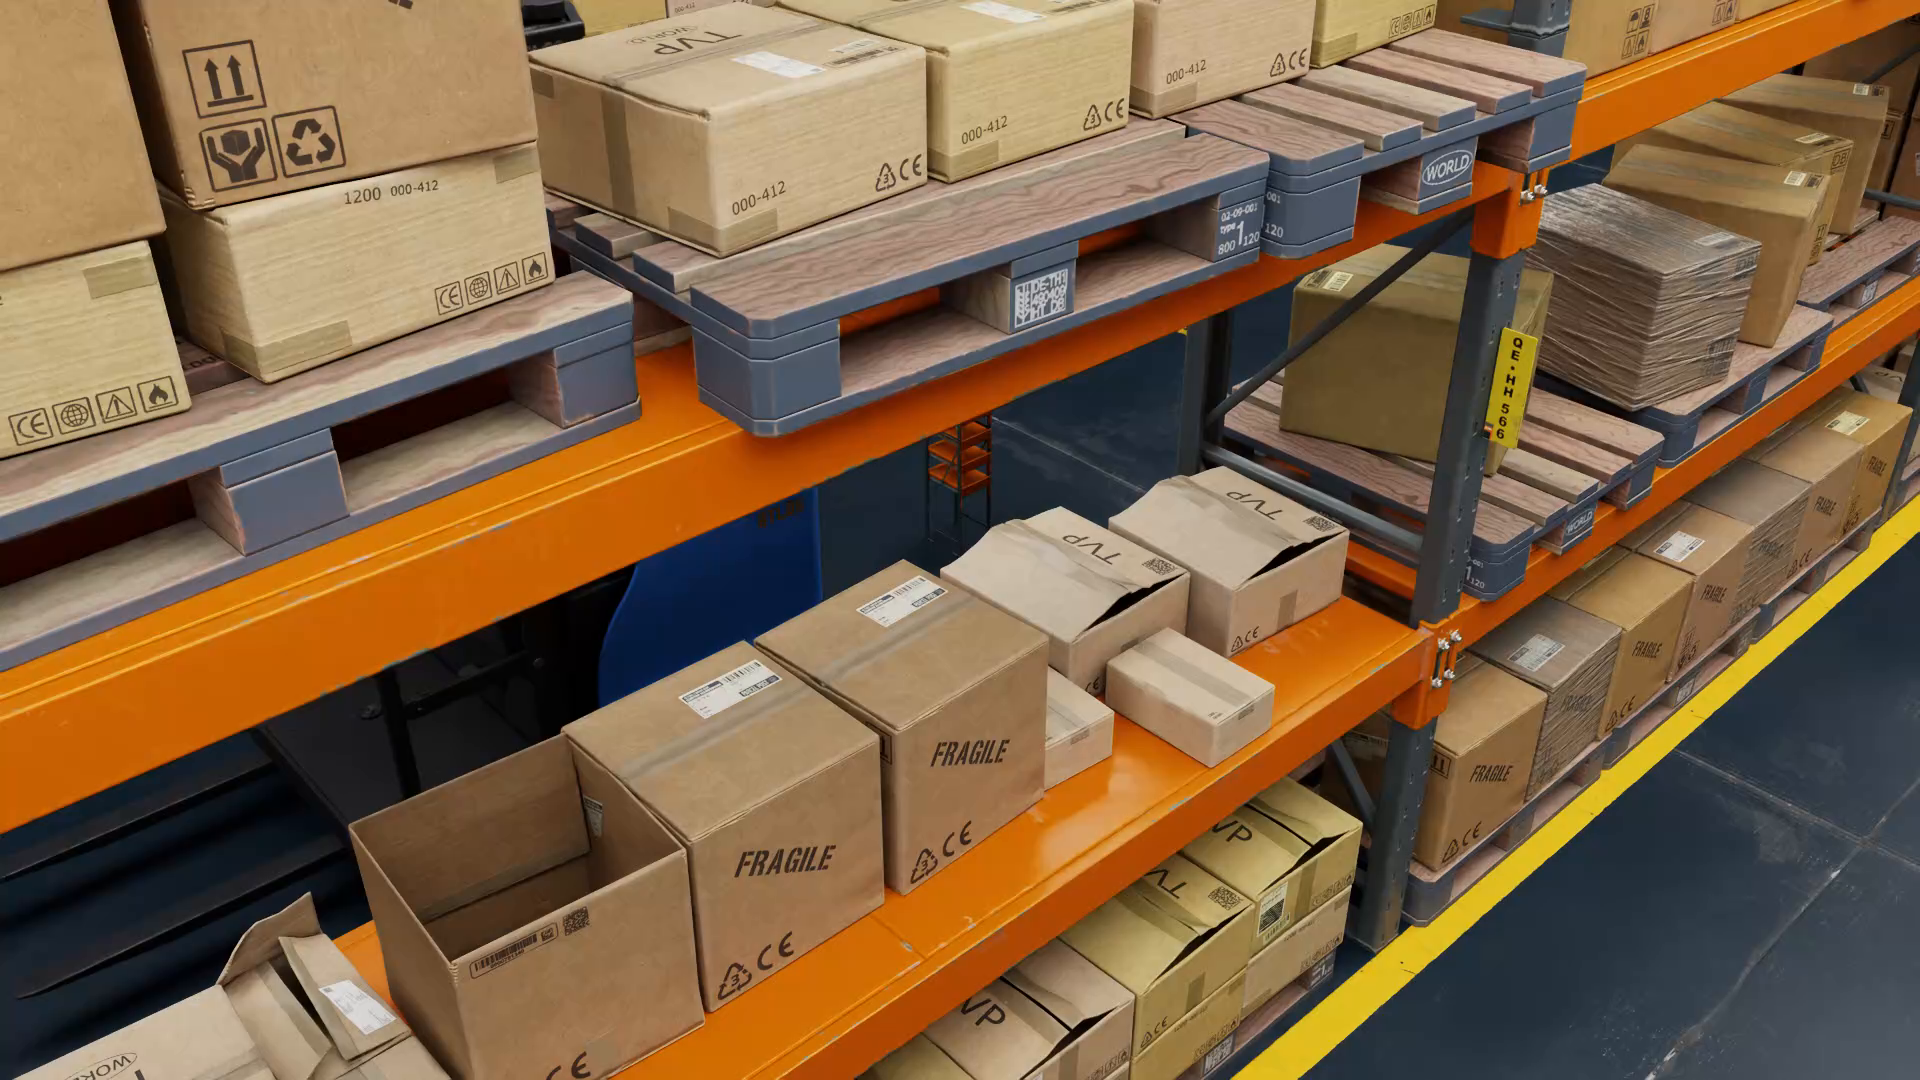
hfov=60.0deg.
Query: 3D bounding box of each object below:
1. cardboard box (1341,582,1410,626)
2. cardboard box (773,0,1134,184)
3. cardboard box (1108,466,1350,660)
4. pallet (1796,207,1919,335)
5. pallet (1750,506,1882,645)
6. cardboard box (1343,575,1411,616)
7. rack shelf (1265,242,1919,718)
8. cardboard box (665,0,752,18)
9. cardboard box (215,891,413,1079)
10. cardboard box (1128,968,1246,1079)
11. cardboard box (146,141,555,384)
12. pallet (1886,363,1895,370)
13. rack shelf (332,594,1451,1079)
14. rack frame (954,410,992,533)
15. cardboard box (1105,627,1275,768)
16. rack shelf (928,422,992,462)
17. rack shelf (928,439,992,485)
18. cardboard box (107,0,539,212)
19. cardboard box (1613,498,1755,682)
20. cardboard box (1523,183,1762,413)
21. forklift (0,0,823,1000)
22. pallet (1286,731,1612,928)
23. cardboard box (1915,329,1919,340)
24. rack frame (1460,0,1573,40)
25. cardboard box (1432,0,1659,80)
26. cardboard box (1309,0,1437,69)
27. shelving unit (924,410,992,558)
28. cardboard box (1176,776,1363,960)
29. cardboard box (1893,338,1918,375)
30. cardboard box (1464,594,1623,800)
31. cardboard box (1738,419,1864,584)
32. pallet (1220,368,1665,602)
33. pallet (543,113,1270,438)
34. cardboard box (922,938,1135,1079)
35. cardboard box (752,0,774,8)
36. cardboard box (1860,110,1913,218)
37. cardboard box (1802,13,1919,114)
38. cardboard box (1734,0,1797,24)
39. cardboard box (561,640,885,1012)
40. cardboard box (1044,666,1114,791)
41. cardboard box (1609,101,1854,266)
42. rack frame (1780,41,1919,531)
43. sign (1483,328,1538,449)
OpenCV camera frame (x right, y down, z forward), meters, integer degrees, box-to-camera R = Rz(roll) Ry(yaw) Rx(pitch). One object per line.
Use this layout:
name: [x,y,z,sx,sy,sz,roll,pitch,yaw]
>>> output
cardboard box: [1.607,0.339,6.294,0.500,0.500,0.500,-24,39,-34]
cardboard box: [-0.013,-0.939,3.276,0.500,0.250,0.500,-27,40,-36]
cardboard box: [0.785,0.033,4.907,0.500,0.311,0.500,-23,38,-33]
pallet: [3.354,-1.213,7.042,1.213,0.211,1.003,-26,40,-35]
pallet: [3.443,-0.044,7.620,1.213,0.211,1.003,-26,40,-35]
cardboard box: [1.646,-0.002,6.134,0.500,0.250,0.500,-24,39,-34]
rack shelf: [2.548,-0.520,6.415,4.000,0.370,1.077,-26,40,-35]
cardboard box: [-1.388,-2.763,8.274,0.500,0.250,0.500,-26,40,-36]
cardboard box: [-1.332,0.976,3.407,0.258,0.266,0.396,-27,40,-37]
cardboard box: [0.486,1.340,4.916,0.500,0.250,0.500,-26,40,-36]
cardboard box: [-0.993,-0.505,2.566,0.500,0.250,0.500,25,39,34]
pallet: [5.413,-1.025,9.224,1.213,0.211,1.003,-26,40,-35]
rack shelf: [-0.385,0.899,4.095,4.000,0.370,1.077,-26,40,-35]
rack frame: [0.056,-0.539,7.482,0.006,1.200,0.240,-26,40,-35]
cardboard box: [0.609,0.414,4.438,0.250,0.149,0.380,-26,40,-35]
rack shelf: [-0.011,-0.469,7.452,0.180,0.103,0.258,-26,40,-35]
rack shelf: [-0.011,-0.366,7.514,0.180,0.103,0.258,-26,40,-35]
cardboard box: [-0.971,-0.828,2.376,0.500,0.500,0.500,-22,38,-31]
cardboard box: [2.740,0.158,6.591,0.500,0.500,0.500,-27,41,-37]
cardboard box: [2.267,-0.857,5.778,0.500,0.500,0.700,-18,36,-27]
forklift: [-1.960,-0.322,5.467,3.031,2.935,1.130,-25,39,-35]
pallet: [1.654,0.822,6.204,1.213,0.211,1.003,-26,40,-35]
cardboard box: [5.388,-1.328,9.017,0.637,0.503,0.797,-26,40,-35]
rack frame: [1.081,-2.677,3.502,0.127,3.000,1.000,-26,40,-35]
cardboard box: [1.378,-1.608,4.533,0.500,0.500,0.910,-26,40,-35]
cardboard box: [0.787,-1.330,3.916,0.500,0.250,0.500,26,40,35]
shelving unit: [-0.011,-0.507,7.429,0.189,1.200,0.258,-26,40,-35]
cardboard box: [0.864,0.917,5.071,0.500,0.311,0.500,-25,39,-34]
cardboard box: [5.097,-0.892,8.628,0.250,0.166,0.380,-26,40,-35]
cardboard box: [1.989,0.521,5.997,0.500,0.500,0.500,-27,41,-37]
cardboard box: [3.479,-0.201,7.178,0.500,0.500,0.500,-26,40,-35]
pallet: [1.530,-0.303,5.554,1.003,0.211,1.213,-26,40,-35]
pallet: [-0.174,-0.644,3.234,1.213,0.211,1.003,-24,39,-33]
cardboard box: [0.116,1.282,4.474,0.500,0.311,0.500,-26,40,-36]
cardboard box: [-1.024,-2.942,8.566,0.500,0.250,0.500,-26,40,-35]
cardboard box: [4.206,-1.855,7.812,0.500,0.500,0.500,-25,39,-35]
cardboard box: [4.209,-2.284,7.556,0.500,0.500,0.500,-26,40,-35]
cardboard box: [2.133,-1.973,5.130,0.500,0.500,0.910,-26,40,-35]
cardboard box: [-0.524,0.628,3.752,0.500,0.500,0.500,-26,40,-35]
cardboard box: [0.184,0.463,4.358,0.250,0.149,0.380,-23,38,-32]
cardboard box: [3.054,-1.408,6.678,0.500,0.500,0.700,-19,36,-28]
rack frame: [4.014,-1.537,7.388,0.127,3.000,1.000,-26,40,-35]
sign: [1.461,-0.401,4.420,0.005,0.325,0.100,-26,40,-35]
